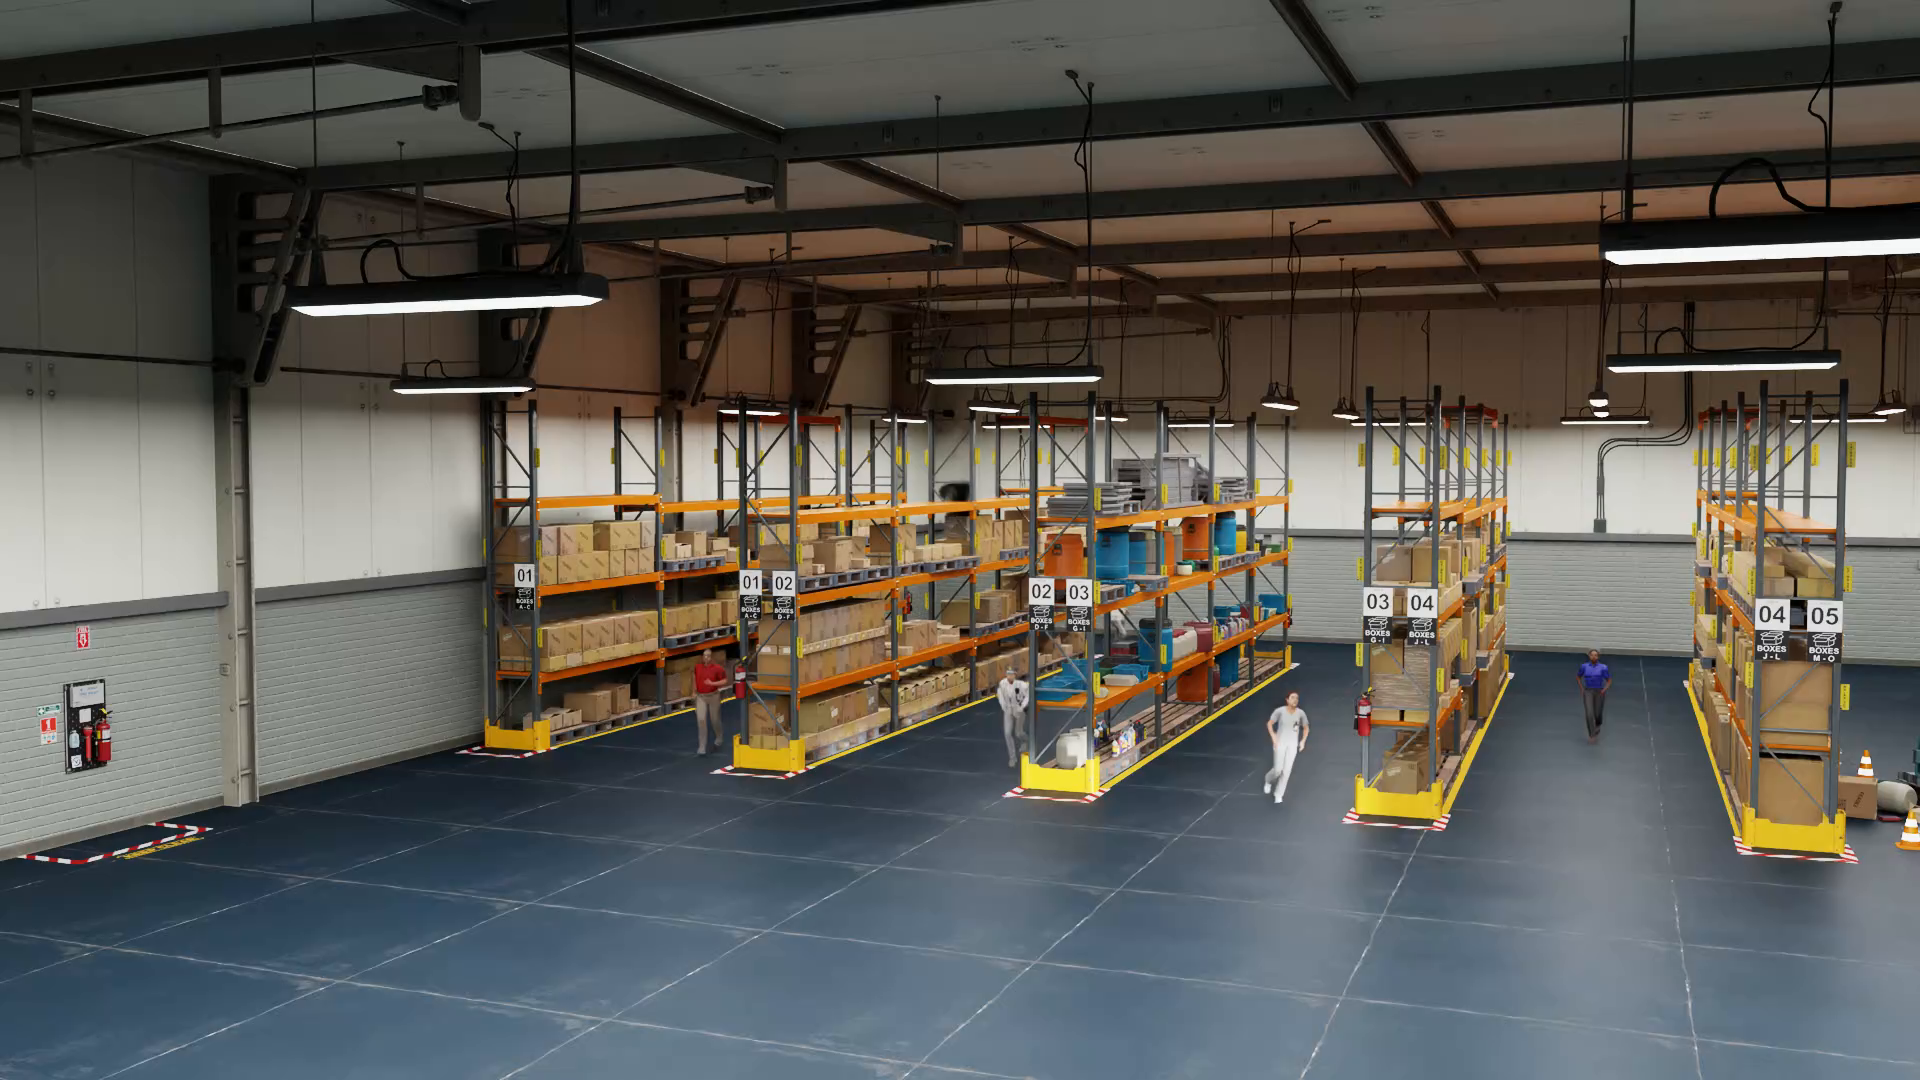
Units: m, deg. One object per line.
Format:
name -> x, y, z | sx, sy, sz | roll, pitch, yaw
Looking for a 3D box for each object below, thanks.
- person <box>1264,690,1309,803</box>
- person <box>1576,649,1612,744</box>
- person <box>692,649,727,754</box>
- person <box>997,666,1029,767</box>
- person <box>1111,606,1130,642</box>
person -> 4.795, 2.993, 24.318 | 0.608, 1.622, 0.590 | 0, 3, -2
person -> 11.211, 2.749, 29.426 | 0.590, 1.628, 0.743 | 1, 3, 21
person -> -4.269, 2.715, 28.325 | 0.660, 1.722, 0.990 | 0, 3, 7
person -> 0.923, 2.861, 27.333 | 0.631, 1.669, 0.908 | 1, 3, 22
person -> 3.978, 2.051, 42.194 | 0.741, 1.832, 0.739 | -3, 4, -43
